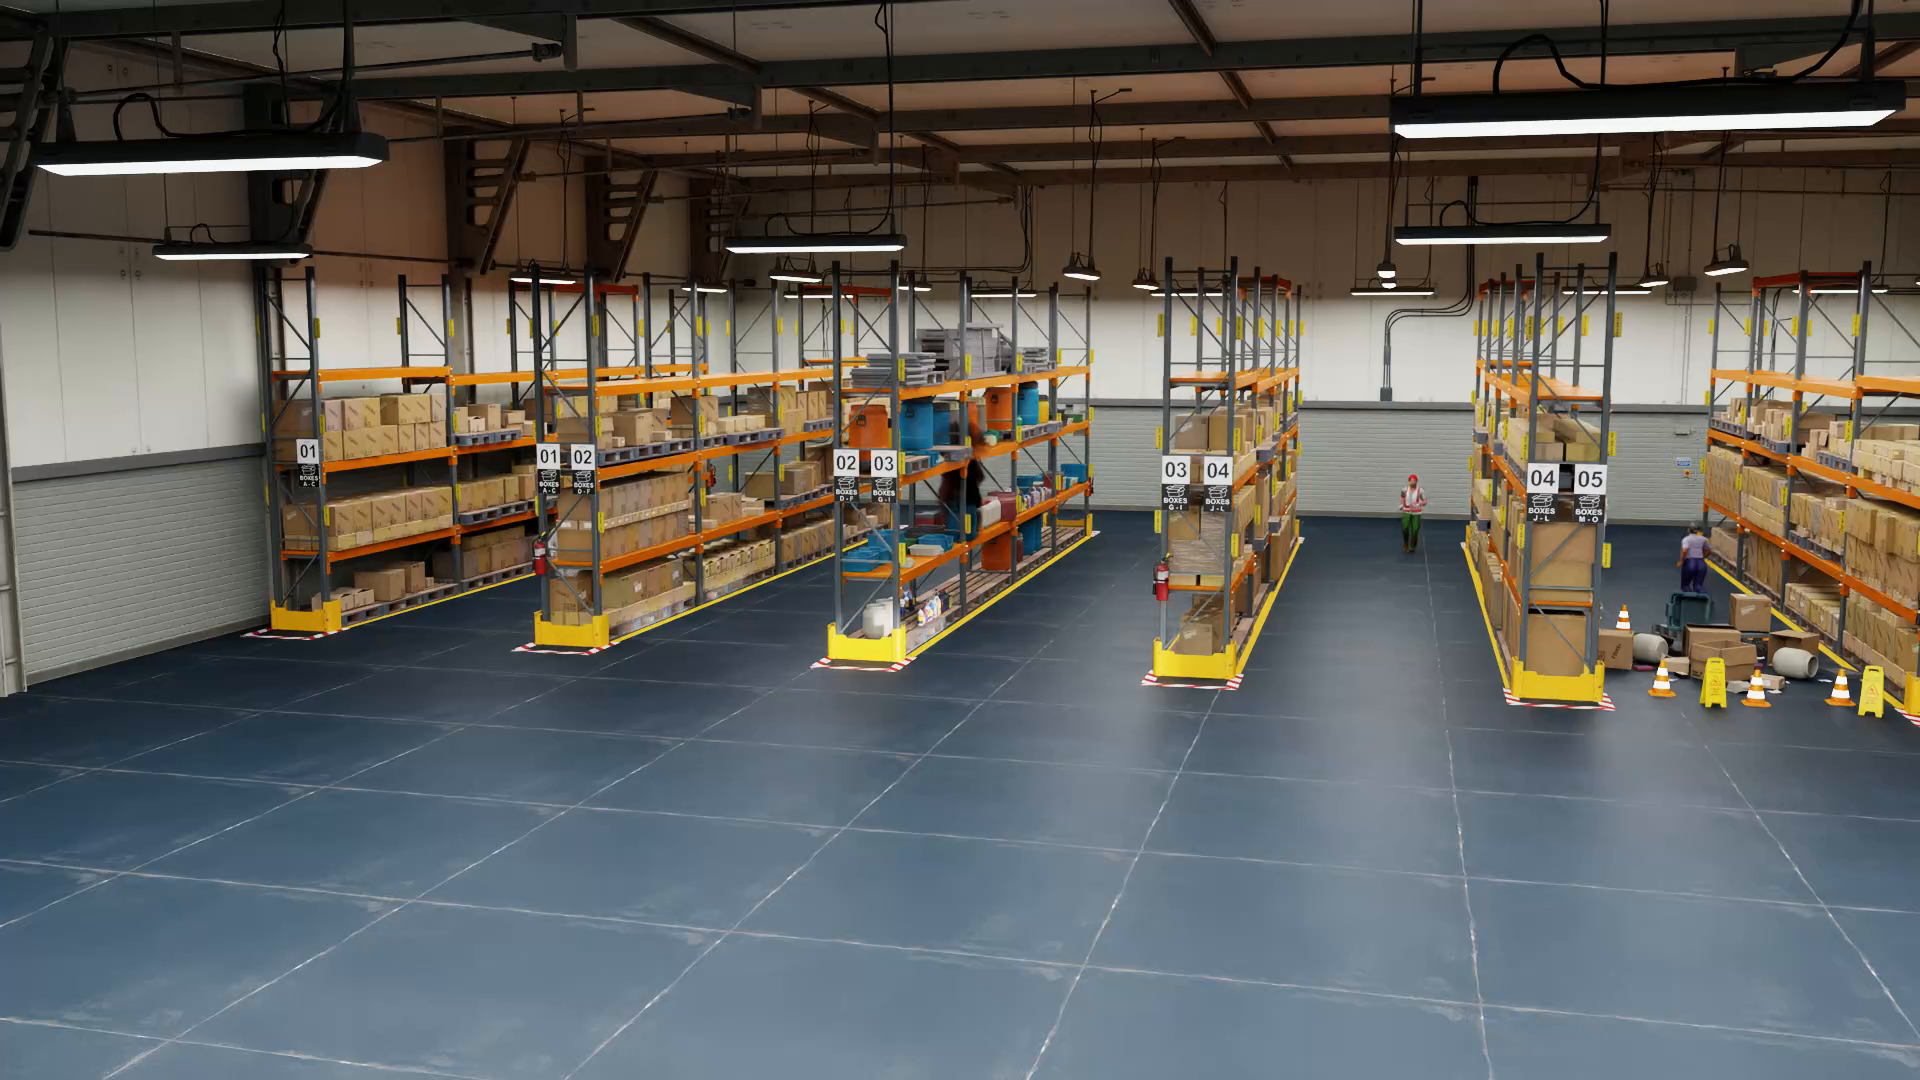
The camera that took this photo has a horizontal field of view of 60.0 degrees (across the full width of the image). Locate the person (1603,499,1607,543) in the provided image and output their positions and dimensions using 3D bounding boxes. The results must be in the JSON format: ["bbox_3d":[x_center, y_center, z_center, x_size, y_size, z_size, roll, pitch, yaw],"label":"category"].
[{"bbox_3d":[13.695,-0.388,35.872,0.587,1.705,0.930,0,7,-3],"label":"person"}]

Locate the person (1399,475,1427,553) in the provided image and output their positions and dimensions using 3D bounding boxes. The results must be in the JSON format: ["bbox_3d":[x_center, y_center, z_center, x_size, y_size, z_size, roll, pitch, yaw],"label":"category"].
[{"bbox_3d":[10.060,-0.577,36.989,0.637,1.758,0.683,3,8,25],"label":"person"}]

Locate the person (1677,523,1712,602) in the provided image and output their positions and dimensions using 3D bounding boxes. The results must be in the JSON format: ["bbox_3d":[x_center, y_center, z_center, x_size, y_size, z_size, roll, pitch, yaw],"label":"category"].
[{"bbox_3d":[13.023,0.509,29.412,0.603,1.584,0.715,0,7,-4],"label":"person"}]

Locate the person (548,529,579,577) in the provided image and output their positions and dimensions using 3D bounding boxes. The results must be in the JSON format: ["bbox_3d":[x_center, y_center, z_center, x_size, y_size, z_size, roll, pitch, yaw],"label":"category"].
[{"bbox_3d":[-7.005,0.389,29.679,0.700,1.737,0.891,0,7,2],"label":"person"}]
